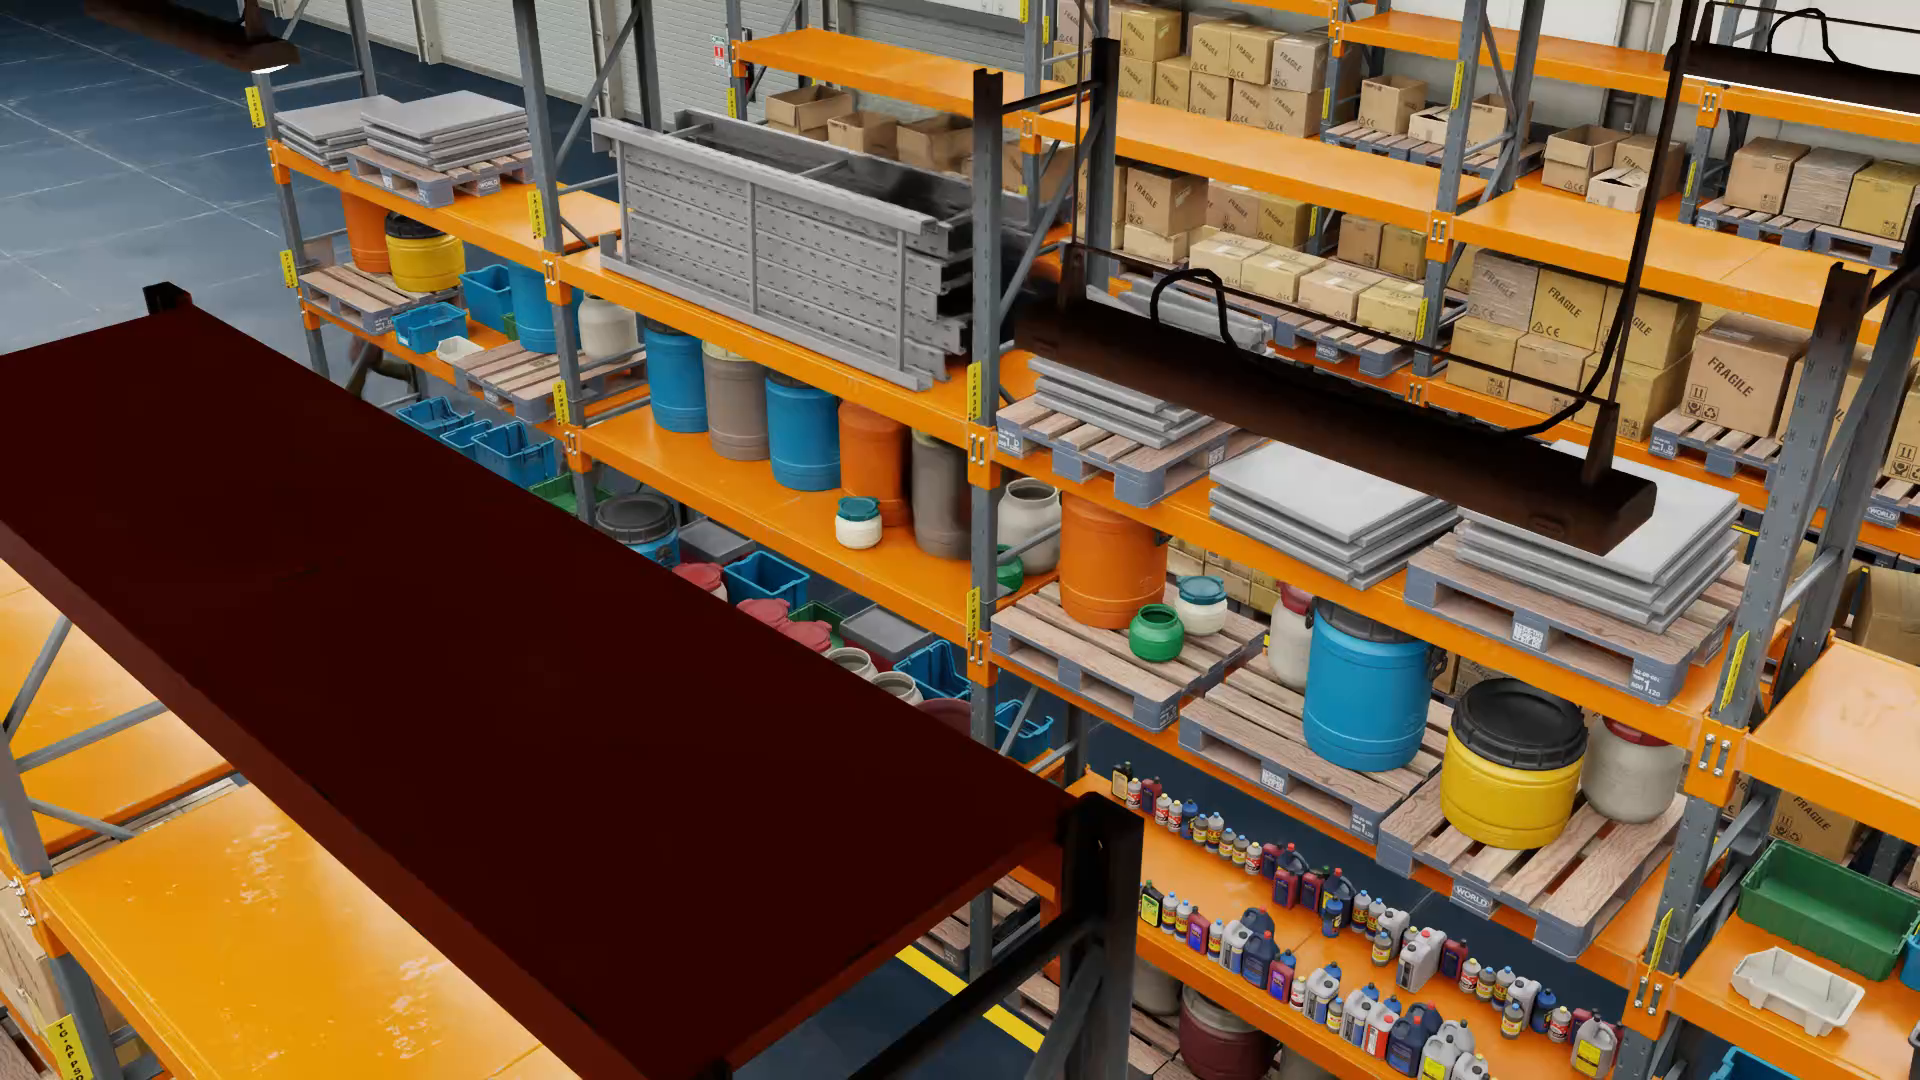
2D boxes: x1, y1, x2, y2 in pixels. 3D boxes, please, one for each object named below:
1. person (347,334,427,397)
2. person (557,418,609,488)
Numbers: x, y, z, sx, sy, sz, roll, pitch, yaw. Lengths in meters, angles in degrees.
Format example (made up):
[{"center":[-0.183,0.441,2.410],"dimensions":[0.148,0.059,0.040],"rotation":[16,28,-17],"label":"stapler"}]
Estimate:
[{"center":[-6.584,-2.255,18.376],"dimensions":[1.179,1.719,0.727],"rotation":[-11,31,-19],"label":"person"},{"center":[-3.640,-0.879,16.009],"dimensions":[0.642,1.736,0.633],"rotation":[18,34,29],"label":"person"}]
